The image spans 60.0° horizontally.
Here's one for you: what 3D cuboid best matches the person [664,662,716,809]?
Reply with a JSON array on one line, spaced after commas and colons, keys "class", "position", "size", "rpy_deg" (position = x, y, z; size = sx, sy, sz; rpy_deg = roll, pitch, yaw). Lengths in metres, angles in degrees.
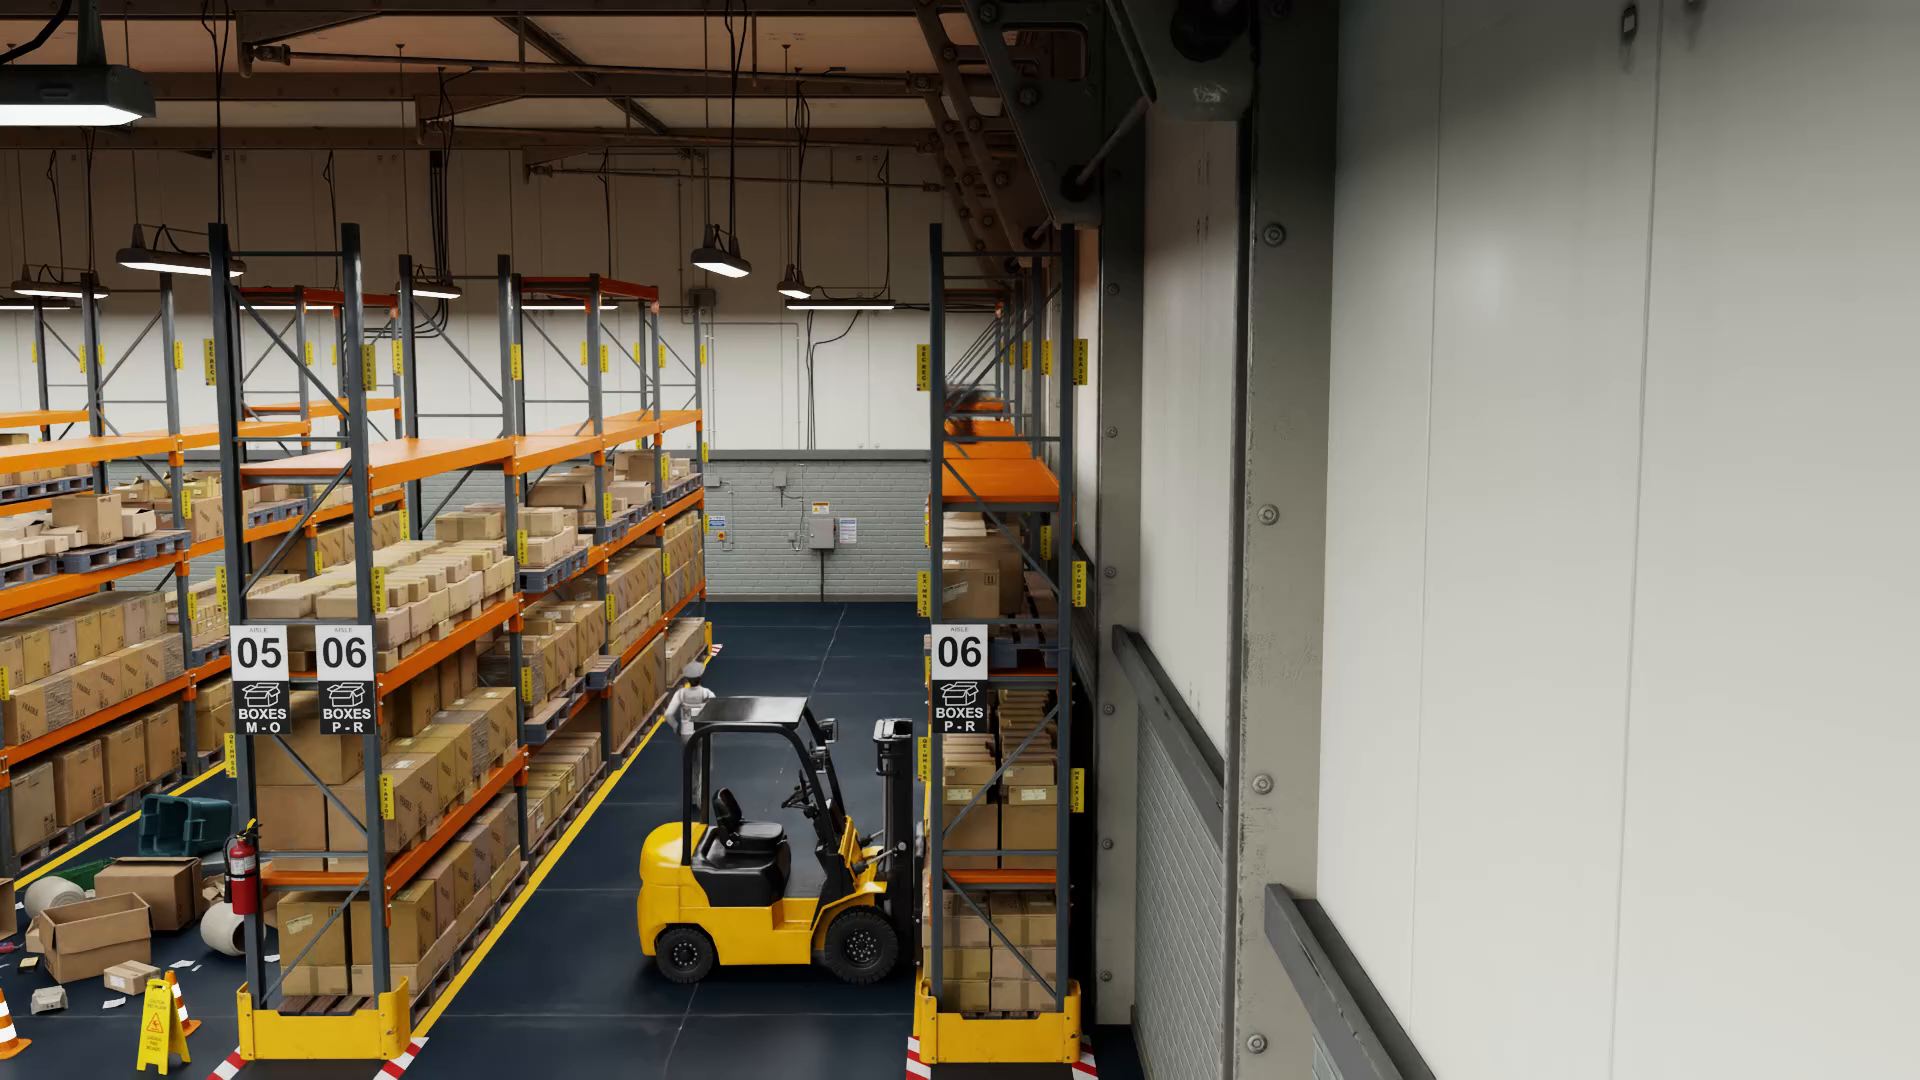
[{"class": "person", "position": [-2.944, 2.182, 18.474], "size": [0.633, 1.653, 0.870], "rpy_deg": [0, 7, -3]}]
